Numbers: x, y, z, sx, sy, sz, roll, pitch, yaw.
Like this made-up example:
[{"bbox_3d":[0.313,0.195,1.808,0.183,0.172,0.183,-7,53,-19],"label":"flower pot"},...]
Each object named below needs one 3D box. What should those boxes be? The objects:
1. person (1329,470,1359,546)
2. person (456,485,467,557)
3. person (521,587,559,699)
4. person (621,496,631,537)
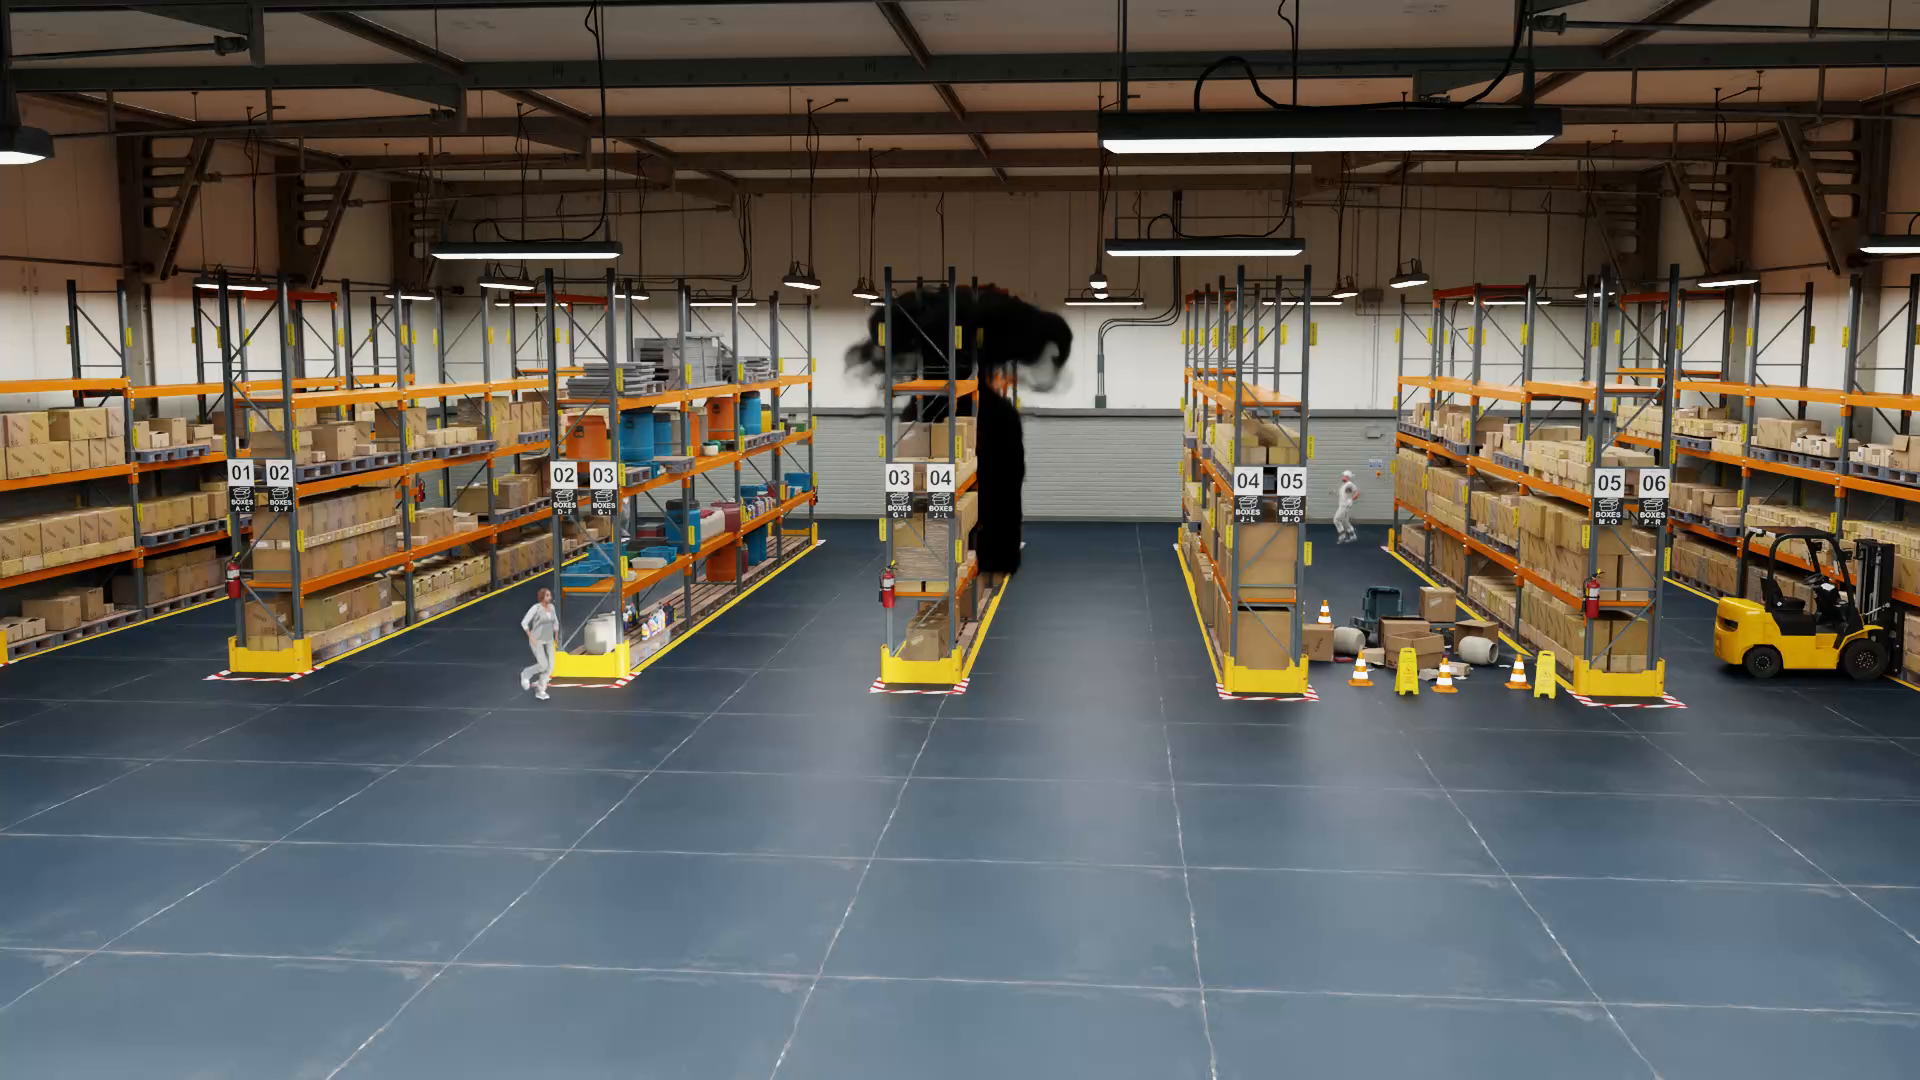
[{"bbox_3d":[9.293,-0.771,40.245,0.705,1.824,0.632,0,7,2],"label":"person"},{"bbox_3d":[-10.829,-0.303,36.525,0.638,1.815,0.706,0,7,4],"label":"person"},{"bbox_3d":[-5.876,1.426,23.212,0.522,1.556,0.549,4,8,31],"label":"person"},{"bbox_3d":[-8.538,-0.949,41.974,0.585,1.724,0.732,3,8,26],"label":"person"}]
